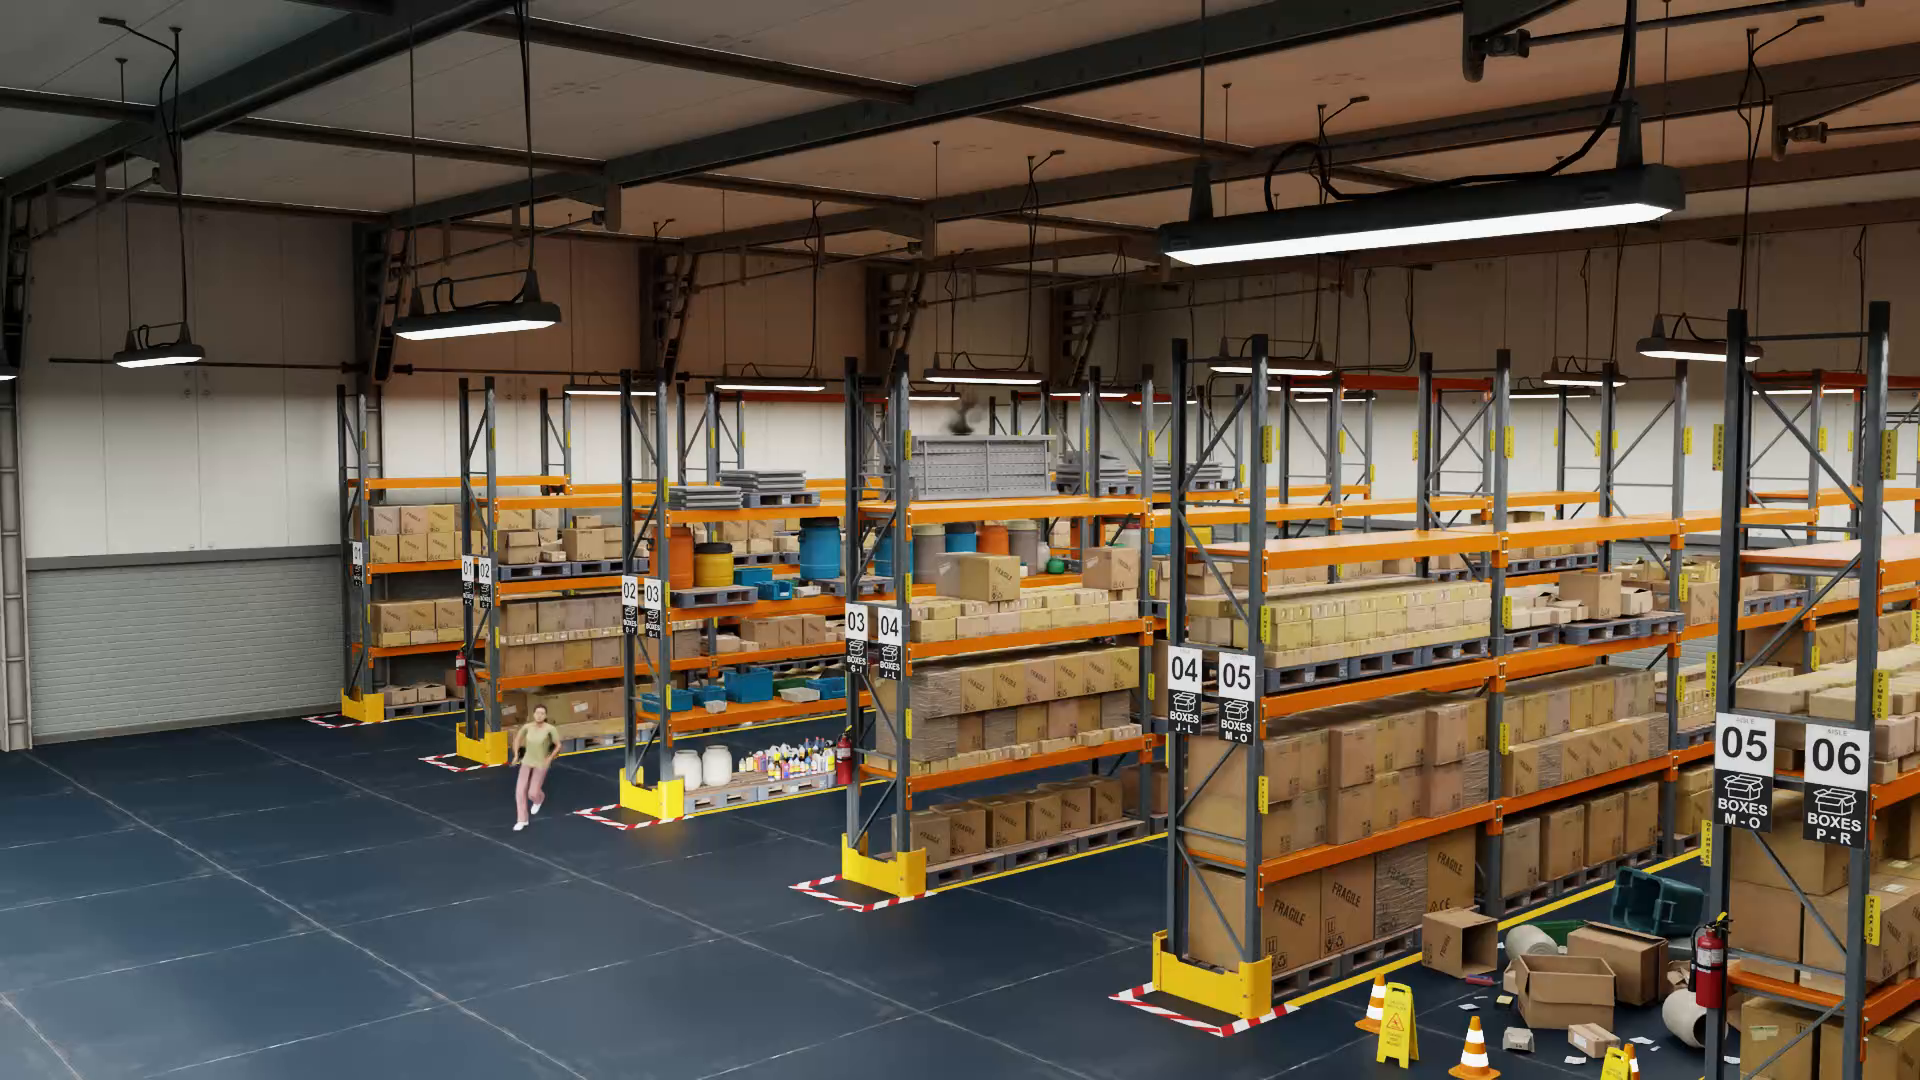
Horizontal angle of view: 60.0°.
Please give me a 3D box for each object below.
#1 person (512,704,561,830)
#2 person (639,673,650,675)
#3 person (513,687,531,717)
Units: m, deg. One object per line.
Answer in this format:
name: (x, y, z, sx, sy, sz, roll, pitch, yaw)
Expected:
person: (-5.530, 2.940, 21.771, 0.619, 1.620, 0.644, 0, 4, 4)
person: (-5.714, 2.376, 30.337, 0.558, 1.593, 0.605, -4, 5, -43)
person: (-7.589, 2.536, 28.661, 0.512, 1.488, 0.629, 3, 5, 42)
